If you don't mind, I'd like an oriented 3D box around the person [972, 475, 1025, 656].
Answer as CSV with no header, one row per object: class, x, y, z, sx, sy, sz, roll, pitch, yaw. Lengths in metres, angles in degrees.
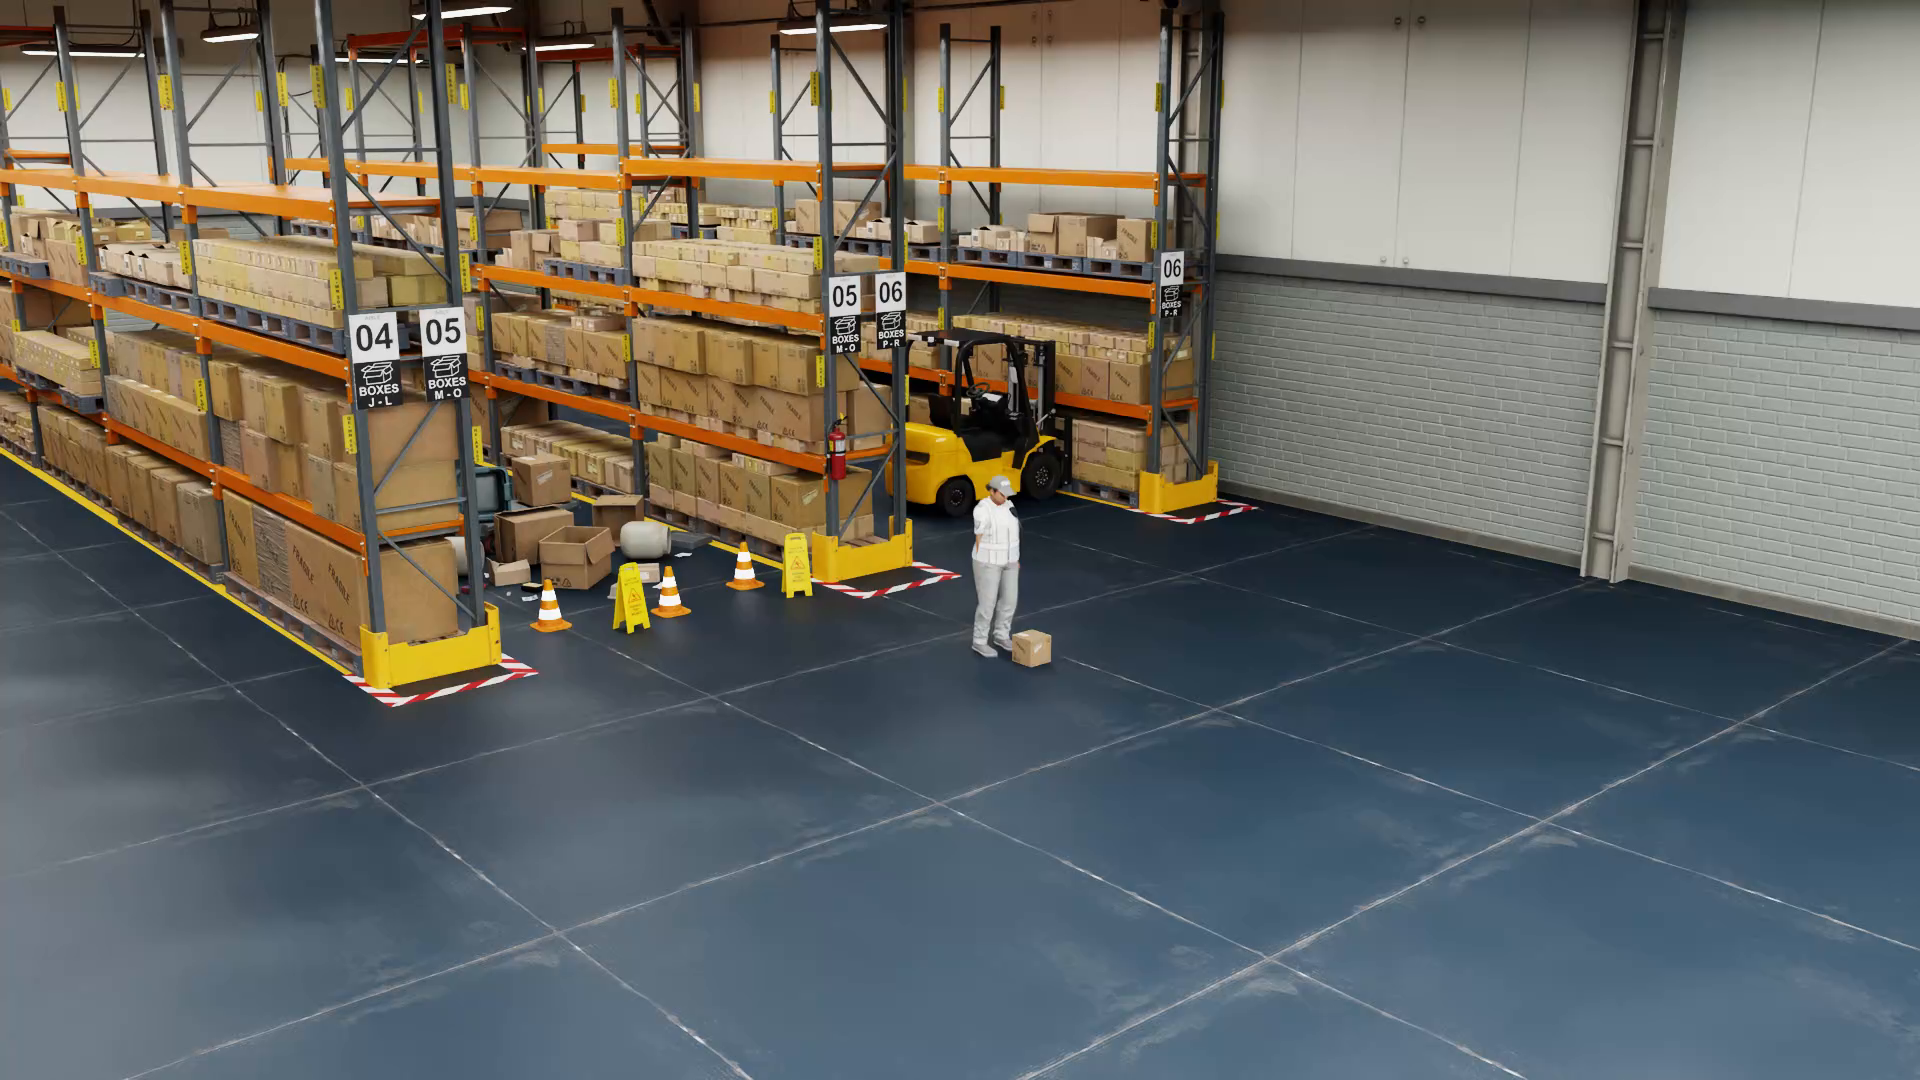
person,0.347,0.212,15.196,0.473,1.655,0.389,-12,18,-38
